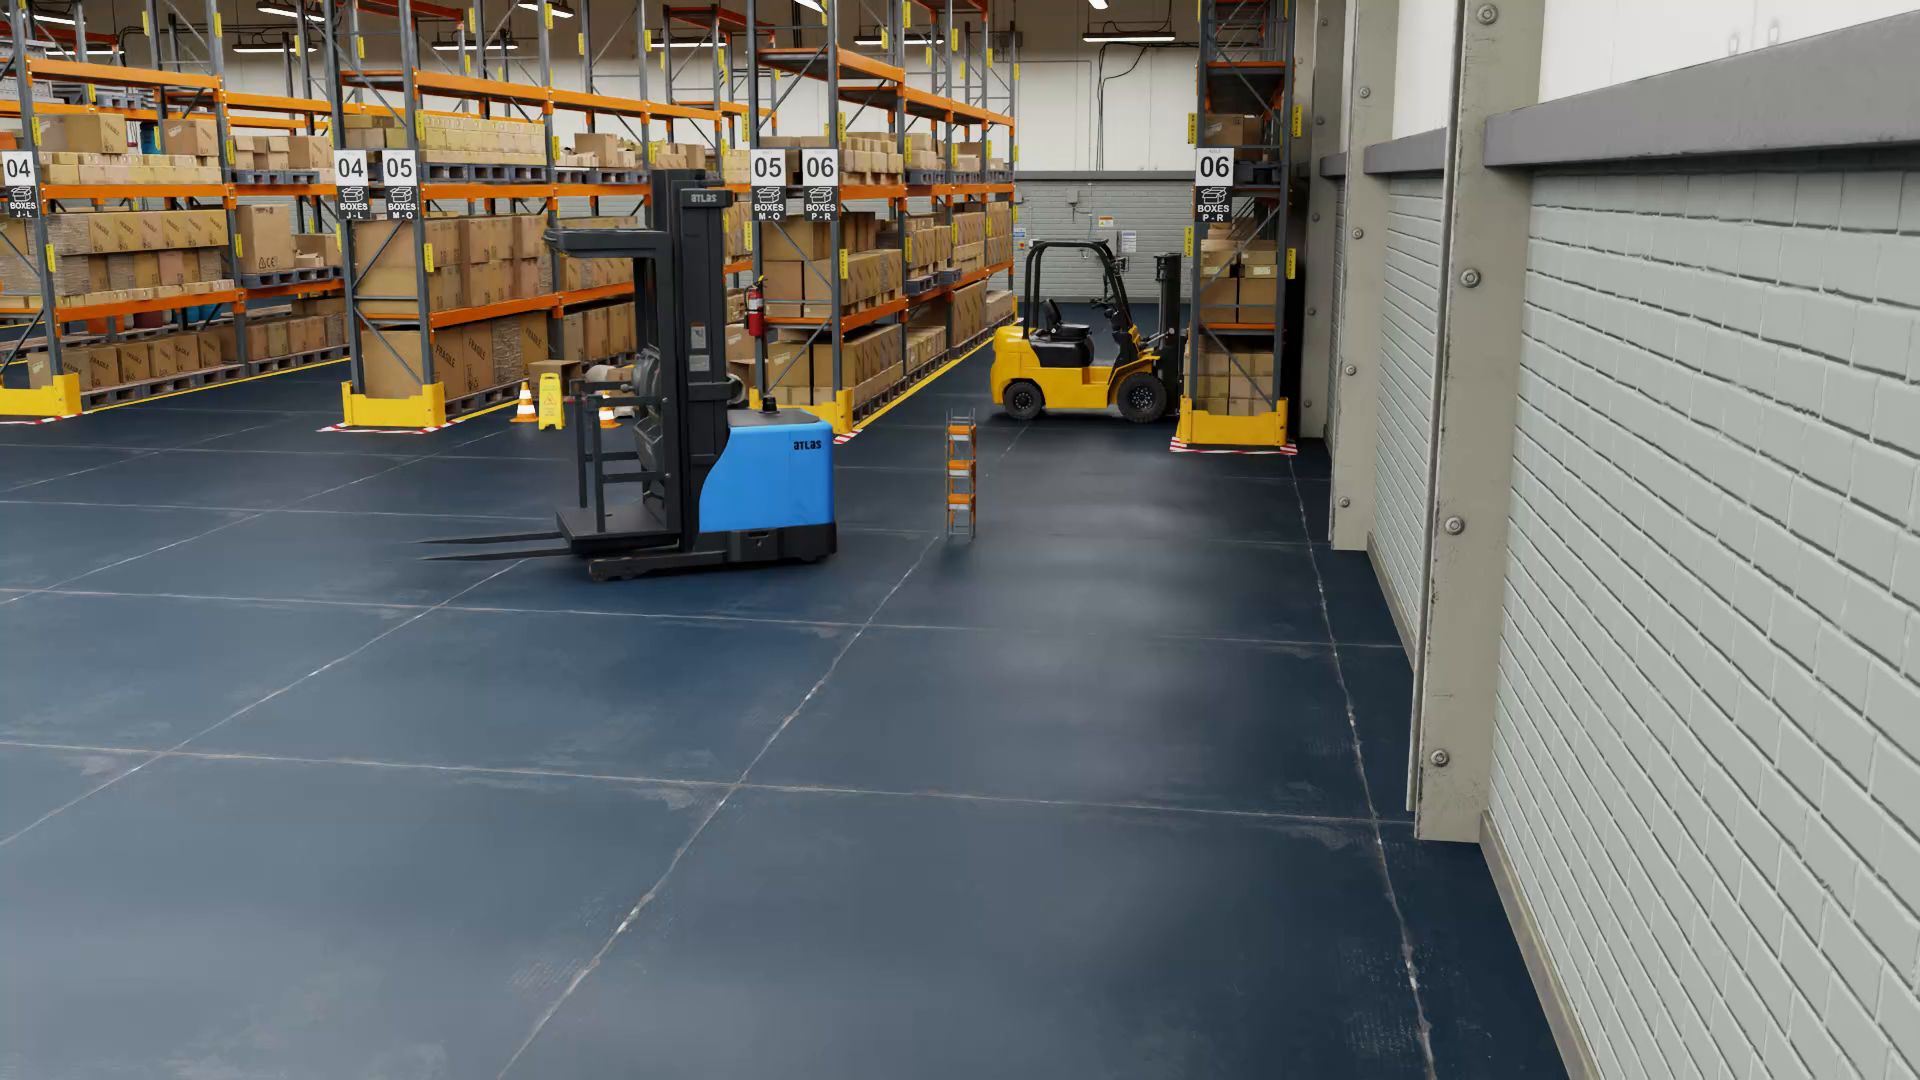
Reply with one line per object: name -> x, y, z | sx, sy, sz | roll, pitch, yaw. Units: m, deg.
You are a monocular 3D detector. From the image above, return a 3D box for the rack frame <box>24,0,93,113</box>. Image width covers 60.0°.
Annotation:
rack frame -> -15.315, -7.802, 28.335 | 1.000, 3.000, 0.127 | 2, 12, 9

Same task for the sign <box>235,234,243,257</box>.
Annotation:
sign -> -10.499, -4.283, 24.193 | 0.100, 0.325, 0.005 | 2, 12, 9

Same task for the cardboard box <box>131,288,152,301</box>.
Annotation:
cardboard box -> -11.045, -3.281, 22.195 | 0.380, 0.149, 0.250 | 2, 12, 9

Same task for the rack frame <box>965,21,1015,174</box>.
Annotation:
rack frame -> 0.602, -8.986, 33.828 | 1.000, 3.000, 0.127 | 2, 12, 9

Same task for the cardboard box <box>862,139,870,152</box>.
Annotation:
cardboard box -> -1.304, -4.782, 20.147 | 0.380, 0.149, 0.250 | 2, 12, 10

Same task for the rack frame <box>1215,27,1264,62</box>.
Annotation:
rack frame -> 5.507, -8.826, 33.085 | 1.000, 3.000, 0.127 | 2, 12, 9

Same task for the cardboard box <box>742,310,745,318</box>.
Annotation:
cardboard box -> -4.387, -4.508, 33.062 | 0.380, 0.149, 0.250 | 2, 12, 7

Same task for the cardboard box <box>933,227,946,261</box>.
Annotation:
cardboard box -> -0.493, -4.576, 25.664 | 0.500, 0.500, 0.500 | 2, 12, 8

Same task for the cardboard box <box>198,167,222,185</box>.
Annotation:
cardboard box -> -10.848, -5.166, 23.579 | 0.500, 0.250, 0.500 | 2, 12, 11

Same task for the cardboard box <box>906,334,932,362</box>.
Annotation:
cardboard box -> -0.953, -2.879, 24.975 | 0.950, 0.372, 0.625 | 2, 12, 11

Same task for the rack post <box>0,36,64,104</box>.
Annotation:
rack post -> -15.712, -7.480, 26.365 | 1.013, 1.000, 3.121 | 2, 12, 9

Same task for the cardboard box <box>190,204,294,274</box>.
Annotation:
cardboard box -> -10.775, -4.535, 24.998 | 1.000, 1.000, 1.000 | 2, 12, 9

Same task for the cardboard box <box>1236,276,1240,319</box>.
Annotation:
cardboard box -> 3.455, -2.814, 19.195 | 0.500, 0.500, 0.500 | 2, 12, 10

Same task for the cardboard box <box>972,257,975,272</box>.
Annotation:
cardboard box -> -0.009, -4.835, 29.165 | 0.500, 0.250, 0.500 | 2, 12, 7

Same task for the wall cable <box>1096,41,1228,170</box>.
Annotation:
wall cable -> 4.688, -10.074, 38.790 | 2.988, 3.039, 0.133 | 2, 12, 9

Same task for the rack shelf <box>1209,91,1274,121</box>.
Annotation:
rack shelf -> 3.969, -6.197, 23.544 | 1.077, 0.370, 4.000 | 2, 12, 9

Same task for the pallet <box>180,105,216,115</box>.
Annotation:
pallet -> -14.797, -8.173, 31.457 | 1.003, 0.211, 1.213 | 2, 12, 9

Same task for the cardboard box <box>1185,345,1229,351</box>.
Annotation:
cardboard box -> 2.881, -2.125, 19.388 | 0.500, 0.250, 0.500 | 2, 12, 10

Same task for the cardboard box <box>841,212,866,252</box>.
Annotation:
cardboard box -> -1.626, -4.048, 21.839 | 0.700, 0.500, 0.500 | 2, 12, 9

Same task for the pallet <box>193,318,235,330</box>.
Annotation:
pallet -> -14.860, -4.179, 32.386 | 1.003, 0.211, 1.213 | 2, 12, 9

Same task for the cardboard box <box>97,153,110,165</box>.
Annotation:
cardboard box -> -11.174, -4.893, 21.369 | 0.380, 0.149, 0.250 | 2, 12, 9

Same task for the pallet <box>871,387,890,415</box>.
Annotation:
pallet -> -1.498, -1.796, 21.327 | 1.003, 0.211, 1.213 | 2, 12, 9

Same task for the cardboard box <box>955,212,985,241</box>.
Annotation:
cardboard box -> 0.166, -5.657, 30.011 | 0.500, 0.500, 0.500 | 2, 12, 10

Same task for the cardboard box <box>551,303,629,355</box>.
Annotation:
cardboard box -> -5.849, -3.327, 26.152 | 1.050, 0.750, 0.750 | 2, 12, 10

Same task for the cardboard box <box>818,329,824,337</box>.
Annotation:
cardboard box -> -1.919, -2.628, 20.778 | 0.380, 0.149, 0.250 | 2, 12, 11

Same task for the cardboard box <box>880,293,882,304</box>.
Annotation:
cardboard box -> -1.214, -3.091, 21.314 | 0.380, 0.149, 0.250 | 2, 12, 8

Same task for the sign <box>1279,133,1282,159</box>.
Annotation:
sign -> 4.210, -5.135, 21.665 | 0.100, 0.325, 0.005 | 2, 12, 9

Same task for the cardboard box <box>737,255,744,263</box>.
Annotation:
cardboard box -> -4.447, -5.505, 32.515 | 0.380, 0.149, 0.250 | 2, 12, 10

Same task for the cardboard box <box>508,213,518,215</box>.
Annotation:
cardboard box -> -9.608, -6.617, 34.949 | 0.500, 0.500, 0.500 | 2, 12, 7

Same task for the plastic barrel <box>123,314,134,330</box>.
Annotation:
plastic barrel -> -15.258, -4.081, 30.219 | 0.421, 0.512, 0.421 | 0, 12, 0

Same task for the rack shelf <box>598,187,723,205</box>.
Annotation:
rack shelf -> -5.228, -6.058, 29.071 | 1.077, 0.370, 4.000 | 2, 12, 9

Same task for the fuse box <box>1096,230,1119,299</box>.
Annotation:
fuse box -> 3.499, -6.499, 39.589 | 0.539, 1.711, 0.414 | 2, 12, 9

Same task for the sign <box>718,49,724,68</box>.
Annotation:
sign -> -4.371, -8.810, 30.418 | 0.100, 0.325, 0.005 | 2, 12, 9

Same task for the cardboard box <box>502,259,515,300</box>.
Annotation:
cardboard box -> -6.457, -3.467, 22.103 | 0.875, 0.550, 0.550 | 2, 12, 9

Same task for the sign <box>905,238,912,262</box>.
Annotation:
sign -> -0.707, -3.962, 22.703 | 0.100, 0.325, 0.005 | 2, 12, 9

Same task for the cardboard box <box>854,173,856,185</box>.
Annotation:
cardboard box -> -1.447, -4.288, 19.748 | 0.380, 0.149, 0.250 | 2, 12, 8

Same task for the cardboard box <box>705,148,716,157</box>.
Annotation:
cardboard box -> -4.636, -7.245, 31.093 | 0.380, 0.149, 0.250 | 2, 12, 8

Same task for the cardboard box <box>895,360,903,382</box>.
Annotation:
cardboard box -> -1.069, -2.284, 22.503 | 0.500, 0.250, 0.500 | 2, 12, 11

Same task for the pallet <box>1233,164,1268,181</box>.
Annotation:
pallet -> 3.556, -4.640, 20.992 | 1.003, 0.211, 1.213 | 2, 12, 9

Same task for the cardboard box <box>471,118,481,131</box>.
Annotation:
cardboard box -> -6.203, -5.173, 20.726 | 0.380, 0.149, 0.250 | 2, 12, 8

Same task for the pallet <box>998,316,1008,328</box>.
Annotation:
pallet -> 0.366, -4.268, 32.795 | 1.003, 0.211, 1.213 | 2, 12, 9

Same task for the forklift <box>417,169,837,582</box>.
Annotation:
forklift -> -2.517, -1.255, 12.358 | 3.031, 2.935, 1.130 | -4, 13, -19

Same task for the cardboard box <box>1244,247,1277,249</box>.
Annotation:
cardboard box -> 3.462, -3.296, 19.186 | 0.380, 0.149, 0.250 | 2, 12, 9

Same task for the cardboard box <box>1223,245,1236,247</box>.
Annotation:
cardboard box -> 3.123, -3.474, 20.012 | 0.380, 0.149, 0.250 | 2, 12, 9

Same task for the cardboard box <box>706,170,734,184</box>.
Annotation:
cardboard box -> -4.588, -6.840, 31.350 | 0.500, 0.250, 0.500 | 3, 12, 12

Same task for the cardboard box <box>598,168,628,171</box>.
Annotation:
cardboard box -> -5.699, -6.169, 27.642 | 0.500, 0.500, 0.500 | 2, 12, 9

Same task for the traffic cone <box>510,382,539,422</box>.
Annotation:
traffic cone -> -5.281, -1.686, 20.218 | 0.336, 0.463, 0.334 | 2, 12, 9

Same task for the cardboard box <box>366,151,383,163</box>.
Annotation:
cardboard box -> -7.050, -4.539, 19.679 | 0.380, 0.149, 0.250 | 2, 12, 9

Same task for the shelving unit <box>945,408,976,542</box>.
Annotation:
shelving unit -> 0.008, -0.524, 13.434 | 0.215, 1.050, 0.252 | 2, 12, 9

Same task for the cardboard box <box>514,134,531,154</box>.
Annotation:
cardboard box -> -6.051, -5.271, 22.127 | 0.500, 0.250, 0.500 | 2, 12, 8

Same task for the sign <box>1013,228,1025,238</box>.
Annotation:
sign -> 1.407, -7.374, 39.948 | 0.327, 0.218, 0.001 | 2, 12, 9

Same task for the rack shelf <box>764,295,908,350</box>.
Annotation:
rack shelf -> -1.552, -2.787, 21.013 | 1.077, 0.370, 4.000 | 2, 12, 9
